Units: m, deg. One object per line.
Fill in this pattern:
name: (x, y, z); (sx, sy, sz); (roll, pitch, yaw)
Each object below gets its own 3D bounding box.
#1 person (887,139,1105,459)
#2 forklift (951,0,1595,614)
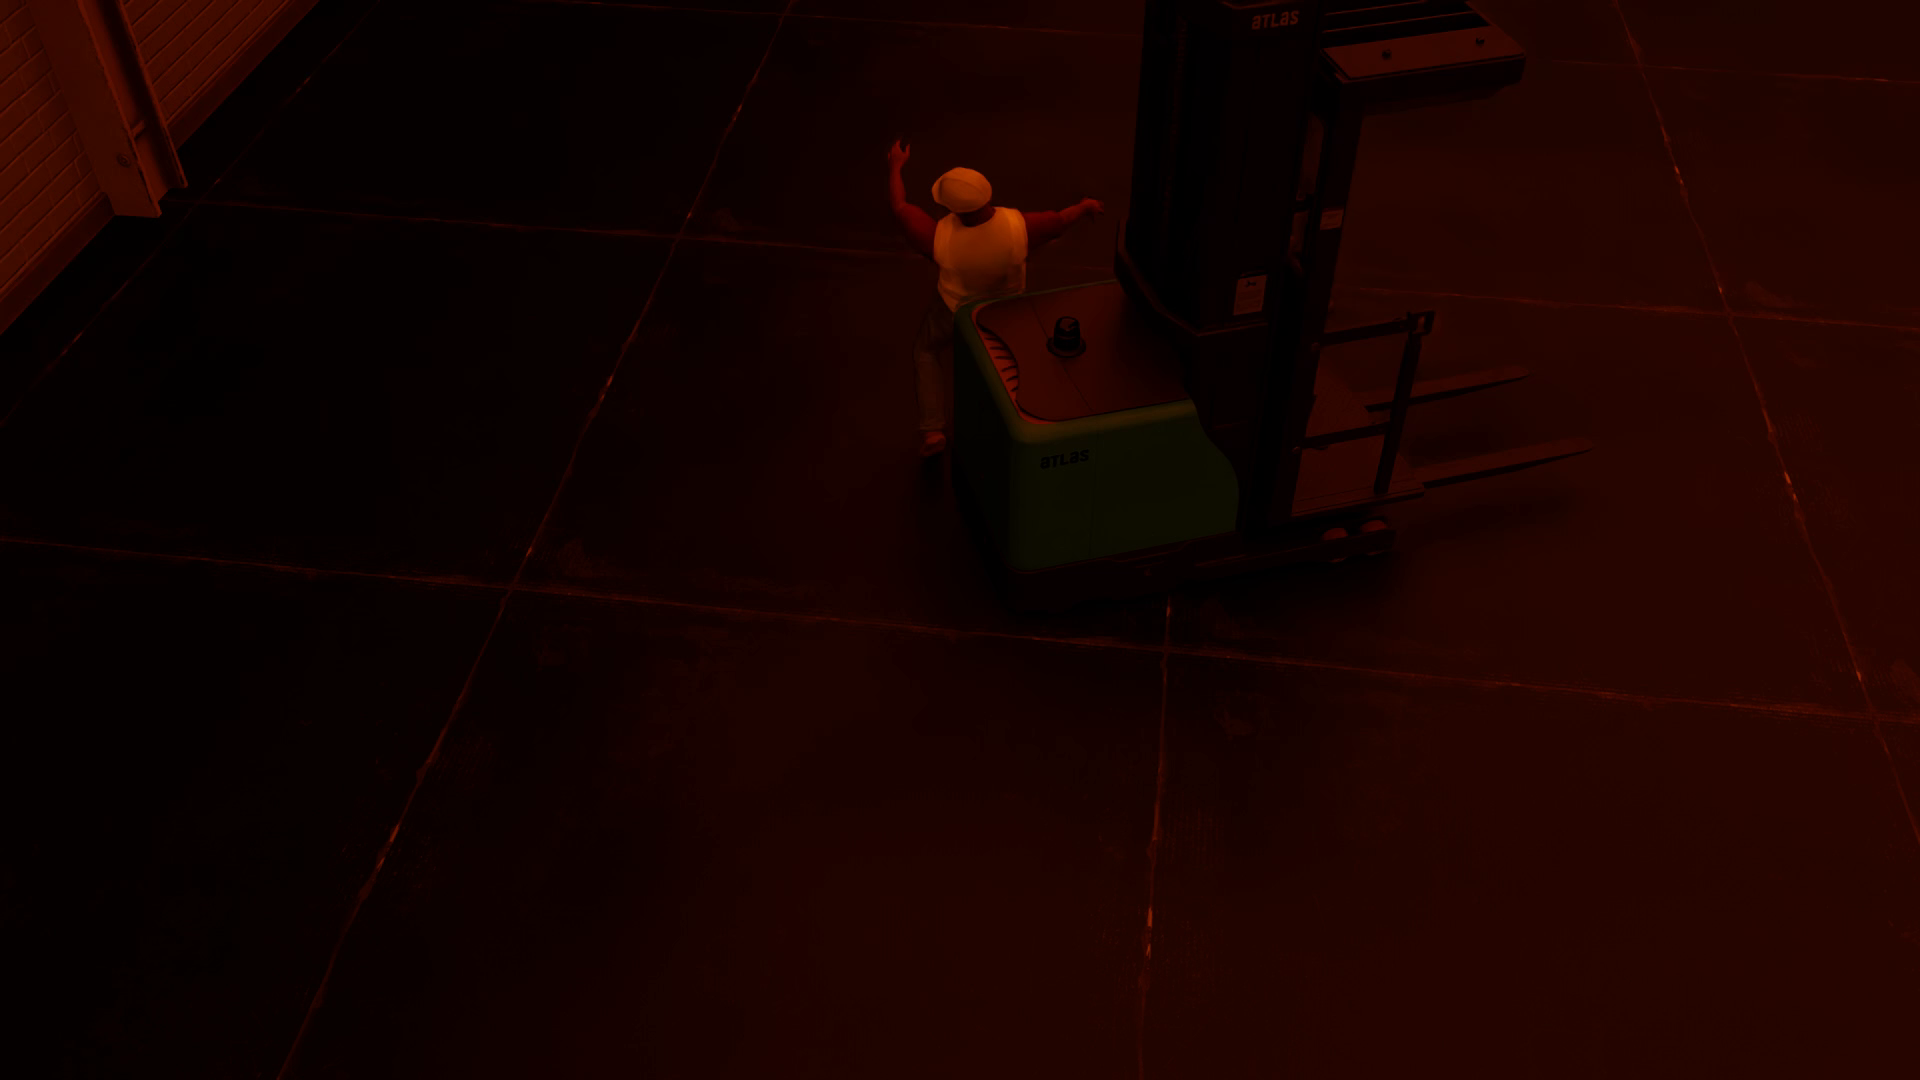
person: (0.212, -1.264, 8.126); (1.079, 1.633, 0.855); (-9, 43, -9)
forklift: (1.532, -1.308, 7.148); (3.031, 2.935, 1.130); (-11, 44, -12)
